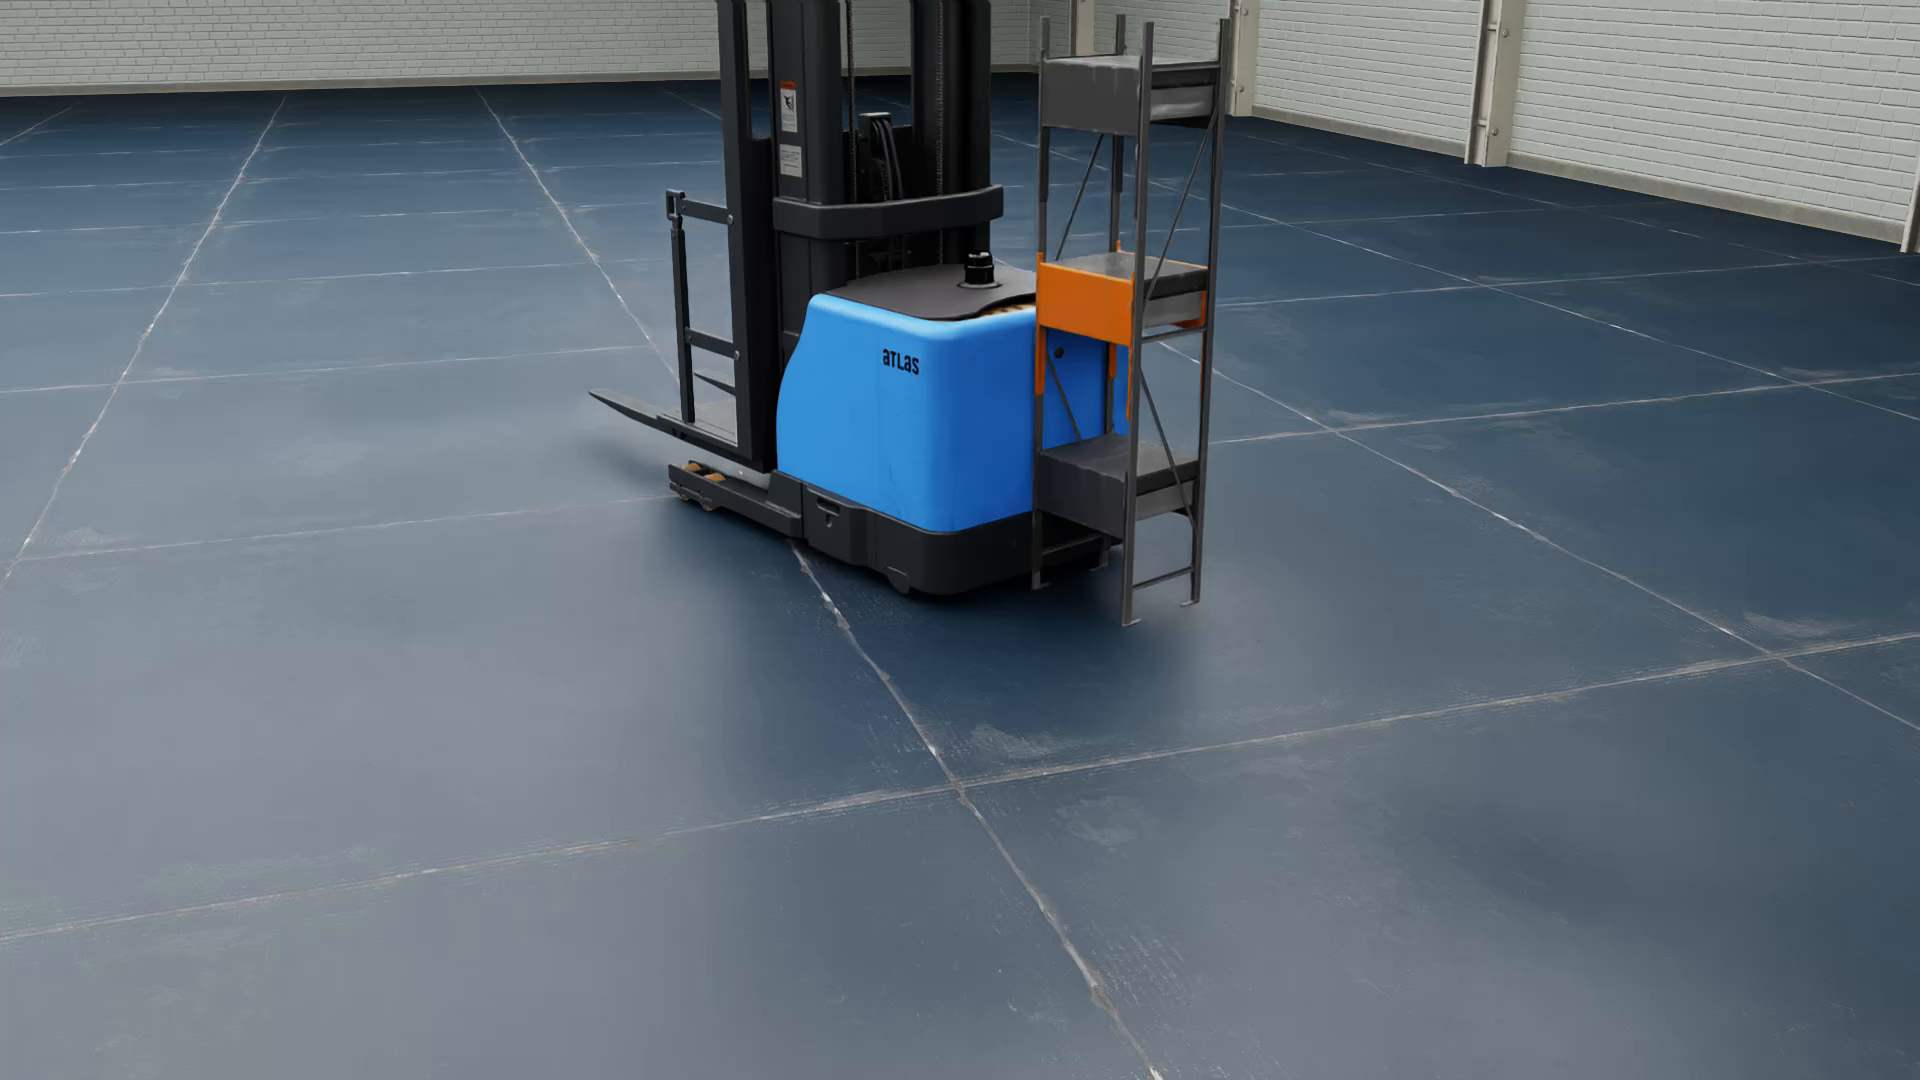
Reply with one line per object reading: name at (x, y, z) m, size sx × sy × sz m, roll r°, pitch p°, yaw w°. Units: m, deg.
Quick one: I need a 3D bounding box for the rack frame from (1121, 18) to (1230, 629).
rack frame at (0.744, -0.712, 5.791) m, size 0.400 × 2.100 × 0.015 m, roll -16°, pitch 25°, yaw -37°

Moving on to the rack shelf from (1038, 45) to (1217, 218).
rack shelf at (0.587, -1.421, 5.736) m, size 0.431 × 0.518 × 0.480 m, roll -16°, pitch 25°, yaw -37°

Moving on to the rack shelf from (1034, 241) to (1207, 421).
rack shelf at (0.587, -0.762, 5.972) m, size 0.431 × 0.518 × 0.480 m, roll -16°, pitch 25°, yaw -37°

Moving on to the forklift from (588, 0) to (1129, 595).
forklift at (-0.642, -1.600, 7.036) m, size 1.130 × 2.935 × 3.031 m, roll -16°, pitch 25°, yaw -37°

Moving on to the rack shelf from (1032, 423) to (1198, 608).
rack shelf at (0.587, -0.103, 6.209) m, size 0.431 × 0.518 × 0.480 m, roll -16°, pitch 25°, yaw -37°

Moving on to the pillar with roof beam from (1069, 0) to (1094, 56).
pillar with roof beam at (-1.966, -11.834, 26.552) m, size 9.100 × 9.000 × 0.400 m, roll -6°, pitch 21°, yaw -17°

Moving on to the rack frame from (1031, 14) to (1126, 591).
rack frame at (0.431, -0.838, 6.144) m, size 0.400 × 2.100 × 0.015 m, roll -16°, pitch 25°, yaw -37°

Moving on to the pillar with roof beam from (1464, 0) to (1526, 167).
pillar with roof beam at (1.805, -7.983, 15.830) m, size 9.100 × 9.000 × 0.400 m, roll -6°, pitch 21°, yaw -17°

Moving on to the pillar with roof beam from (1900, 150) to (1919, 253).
pillar with roof beam at (3.691, -6.058, 10.470) m, size 9.100 × 9.000 × 0.400 m, roll -6°, pitch 21°, yaw -17°

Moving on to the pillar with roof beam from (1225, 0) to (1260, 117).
pillar with roof beam at (-0.081, -9.909, 21.191) m, size 9.100 × 9.000 × 0.400 m, roll -6°, pitch 21°, yaw -17°

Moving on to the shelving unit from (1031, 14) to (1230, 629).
shelving unit at (0.587, -0.775, 5.968) m, size 0.431 × 2.100 × 0.503 m, roll -16°, pitch 25°, yaw -37°
